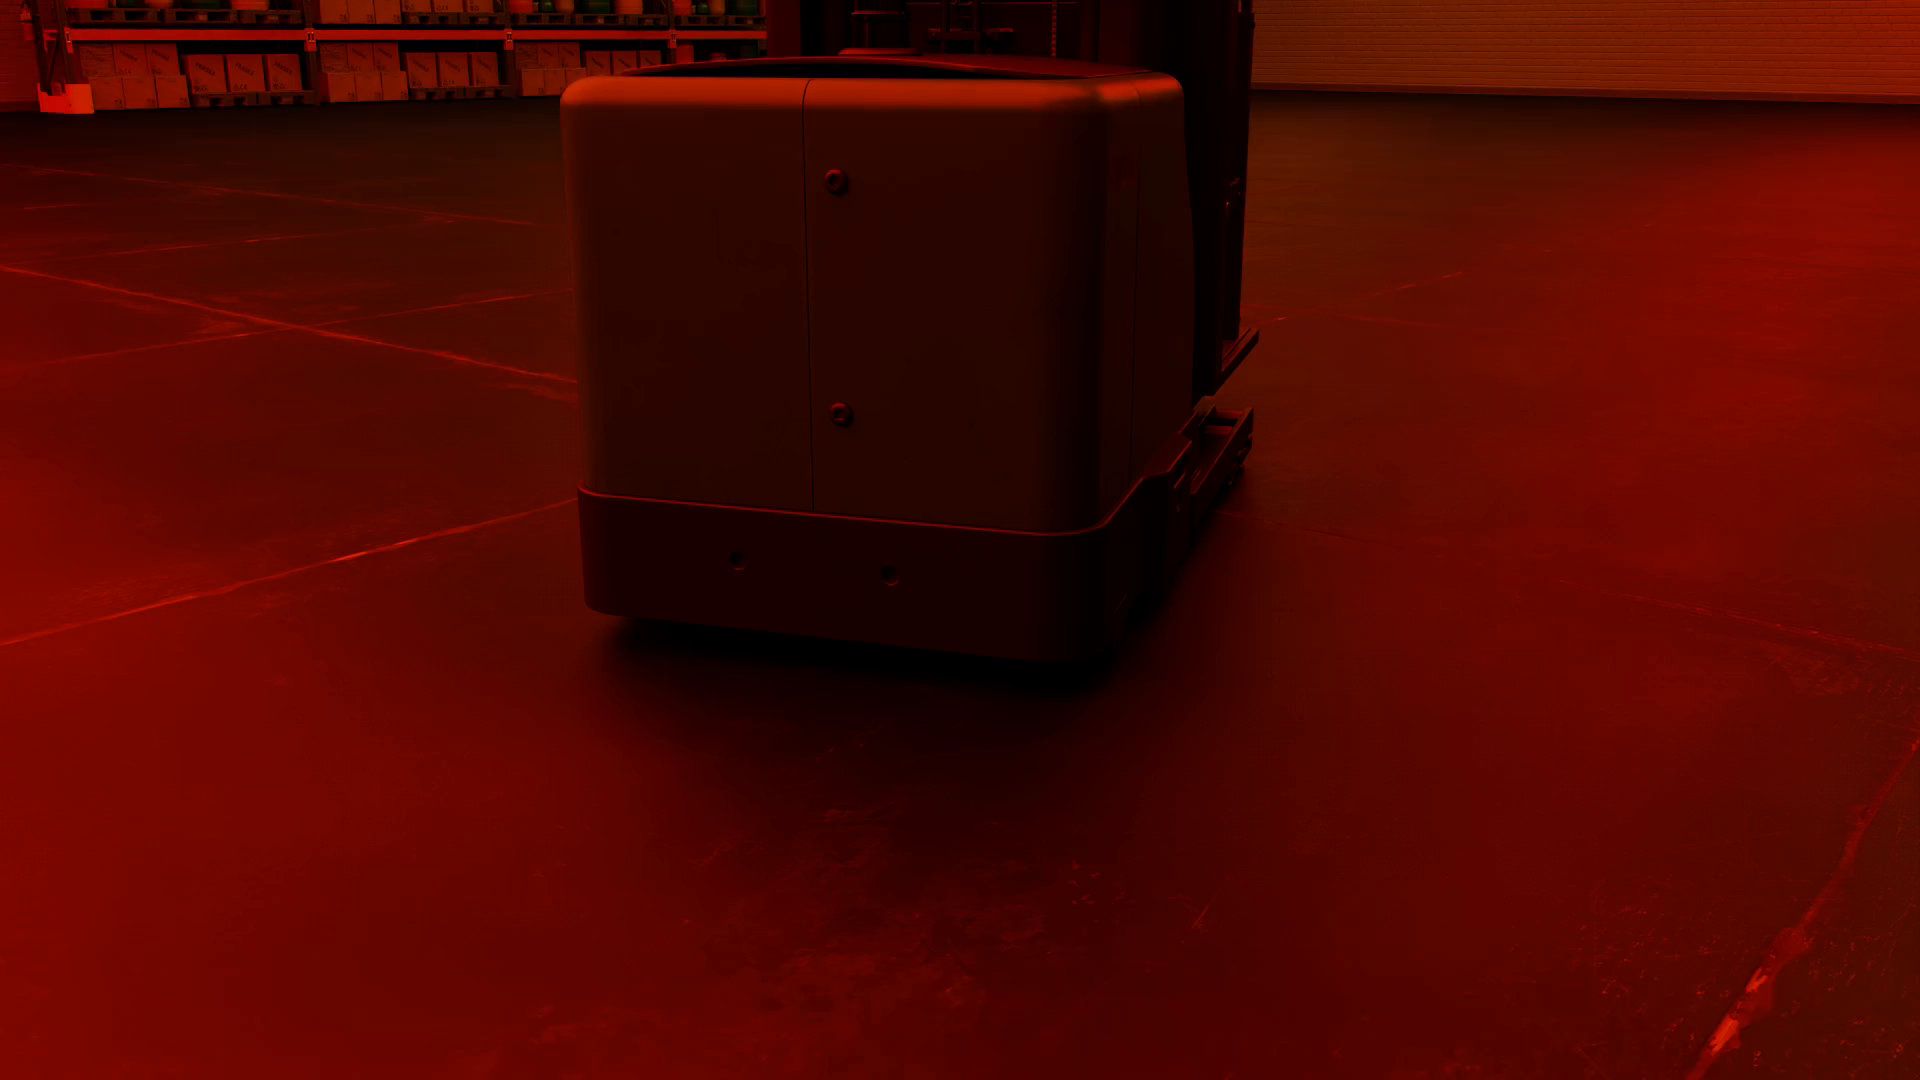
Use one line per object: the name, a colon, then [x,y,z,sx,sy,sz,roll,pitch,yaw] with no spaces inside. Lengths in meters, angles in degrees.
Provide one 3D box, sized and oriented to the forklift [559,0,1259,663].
forklift: [0.182,-1.571,4.072,1.130,2.935,3.031,5,18,17]
